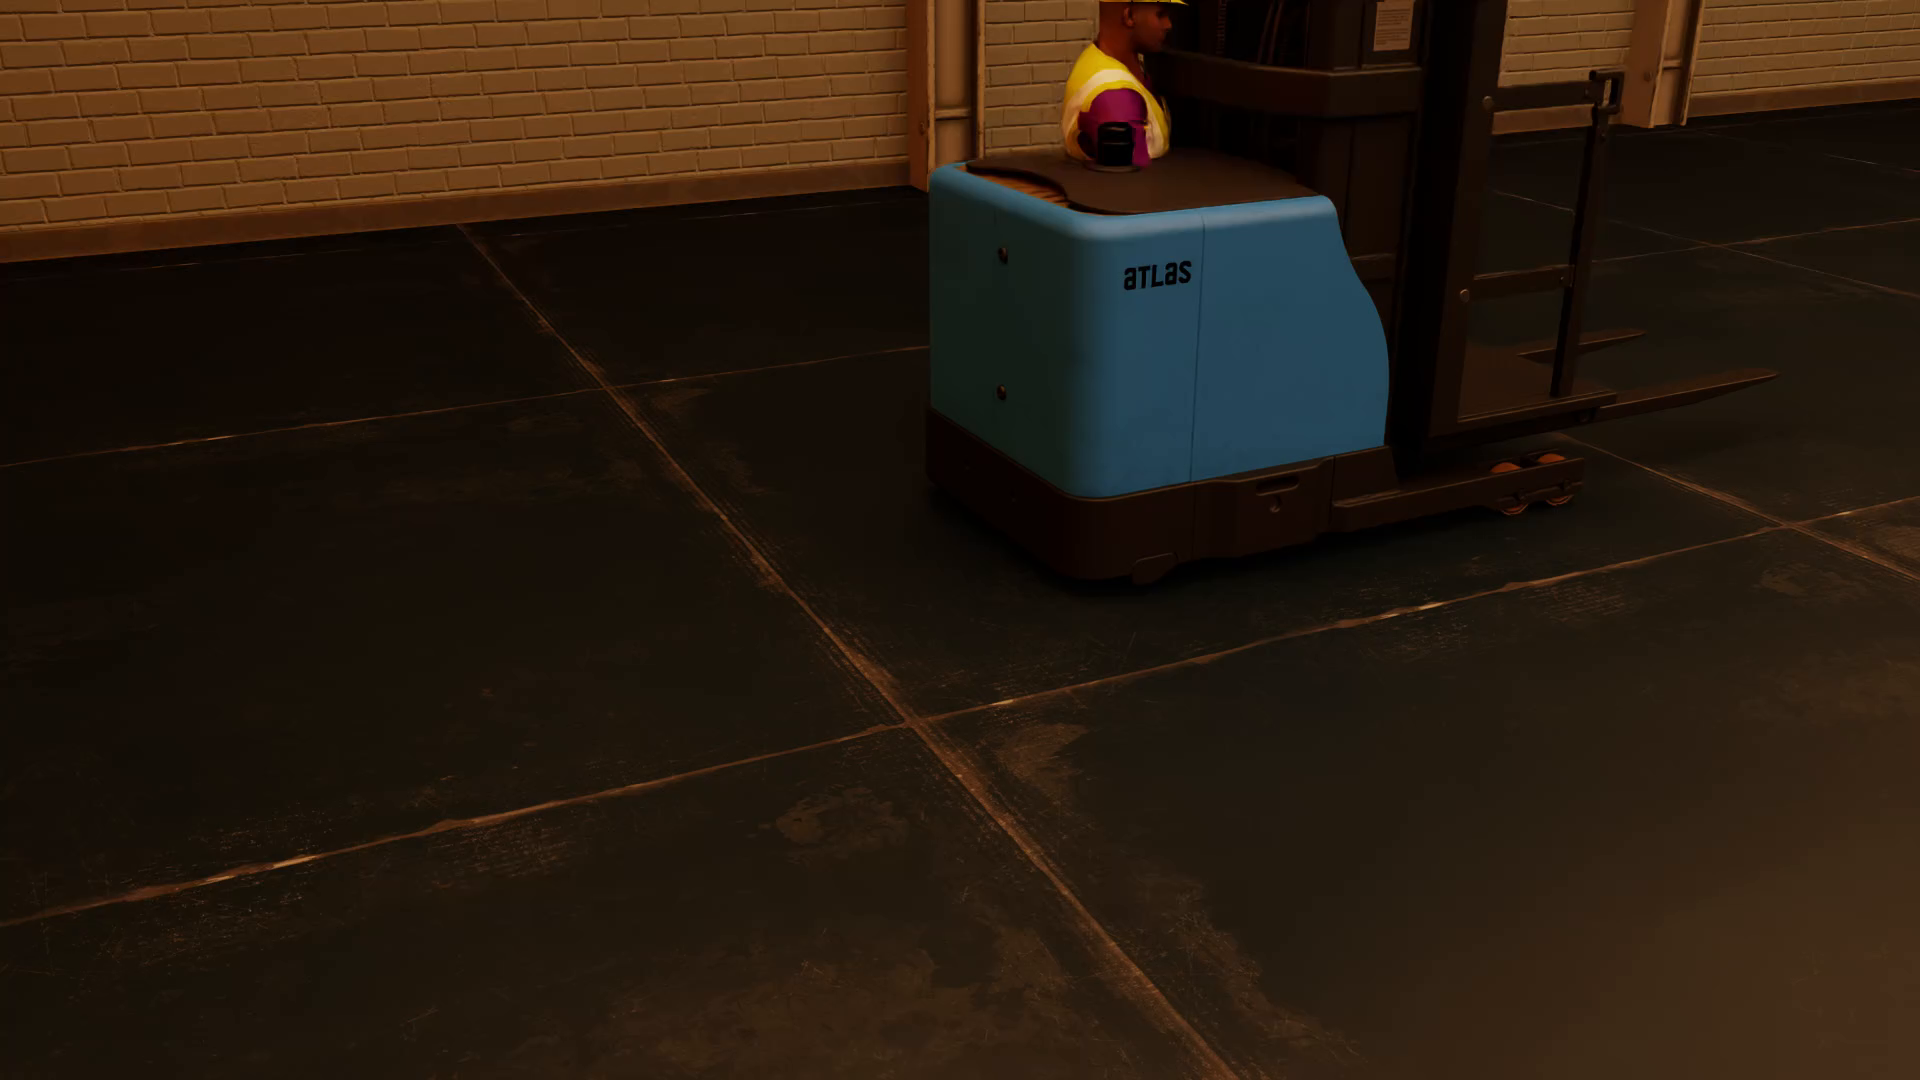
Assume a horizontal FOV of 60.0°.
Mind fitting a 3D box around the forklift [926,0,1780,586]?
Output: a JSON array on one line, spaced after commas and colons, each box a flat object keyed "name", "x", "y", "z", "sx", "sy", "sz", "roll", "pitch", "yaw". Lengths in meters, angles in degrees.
[{"name": "forklift", "x": 1.443, "y": -1.600, "z": 5.138, "sx": 3.031, "sy": 2.935, "sz": 1.130, "roll": -11, "pitch": 25, "yaw": -24}]

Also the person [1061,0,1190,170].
[{"name": "person", "x": 0.670, "y": -0.954, "z": 5.157, "sx": 0.717, "sy": 1.638, "sz": 0.787, "roll": 5, "pitch": 23, "yaw": 11}]
